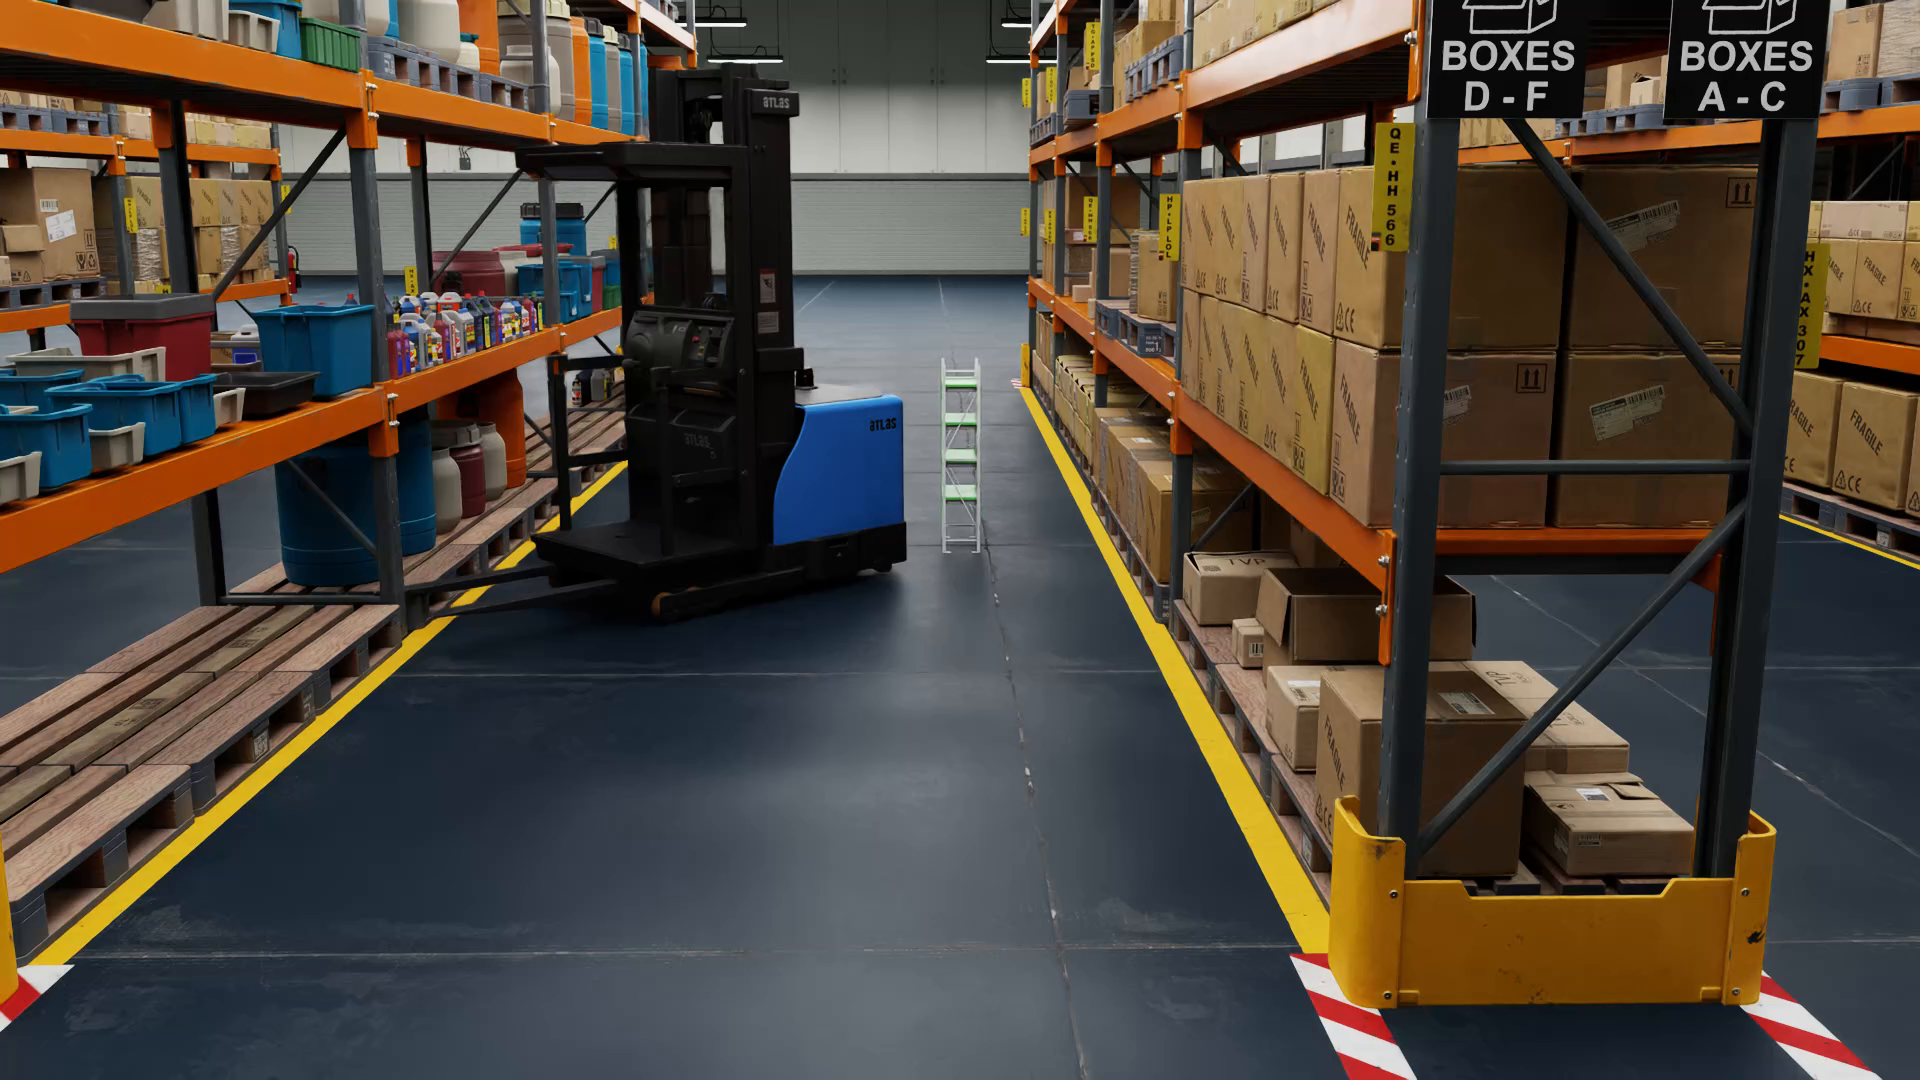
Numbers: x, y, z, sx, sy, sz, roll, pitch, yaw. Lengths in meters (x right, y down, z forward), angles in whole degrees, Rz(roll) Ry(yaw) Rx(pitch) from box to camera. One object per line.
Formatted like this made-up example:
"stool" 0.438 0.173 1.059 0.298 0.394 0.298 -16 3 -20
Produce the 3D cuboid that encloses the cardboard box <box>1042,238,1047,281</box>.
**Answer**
"cardboard box" 1.339 -3.323 19.644 0.700 0.500 0.500 0 11 -1

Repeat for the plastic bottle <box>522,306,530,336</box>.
"plastic bottle" -3.021 -1.512 11.468 0.097 0.201 0.097 0 11 0

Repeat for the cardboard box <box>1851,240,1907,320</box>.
"cardboard box" 6.225 -1.702 10.854 0.500 0.500 0.500 0 11 -1

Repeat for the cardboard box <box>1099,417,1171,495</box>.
"cardboard box" 1.248 -0.572 11.513 0.500 0.500 0.500 -1 11 -3

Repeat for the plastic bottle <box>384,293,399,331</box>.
"plastic bottle" -3.582 -1.366 10.370 0.144 0.351 0.185 0 11 -1

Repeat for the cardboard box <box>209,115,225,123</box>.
"cardboard box" -8.225 -4.606 18.051 0.380 0.149 0.250 -1 11 -4

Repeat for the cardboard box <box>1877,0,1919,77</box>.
"cardboard box" 6.591 -3.331 11.033 0.700 0.500 0.500 -1 12 -4

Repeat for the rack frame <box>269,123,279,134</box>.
"rack frame" -8.562 -6.267 19.318 1.000 3.000 0.127 0 11 -1

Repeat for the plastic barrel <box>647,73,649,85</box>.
"plastic barrel" -3.459 -4.889 18.541 0.600 0.588 0.600 0 11 0

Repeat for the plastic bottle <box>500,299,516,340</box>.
"plastic bottle" -3.013 -1.469 11.080 0.097 0.271 0.097 0 11 0

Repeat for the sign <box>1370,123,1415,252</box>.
"sign" 1.118 -0.911 4.296 0.100 0.325 0.005 0 11 -1

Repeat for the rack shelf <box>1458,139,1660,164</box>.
"rack shelf" 6.336 -4.108 18.029 1.077 0.370 4.000 0 11 -1

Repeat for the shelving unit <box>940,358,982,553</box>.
"shelving unit" 0.003 -0.555 10.778 0.258 1.200 0.503 0 11 -1

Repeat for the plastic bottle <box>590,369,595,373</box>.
"plastic bottle" -3.839 -1.699 17.445 0.144 0.351 0.185 0 11 -2

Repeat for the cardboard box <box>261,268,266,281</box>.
"cardboard box" -8.345 -3.098 19.419 0.380 0.149 0.250 0 11 -1

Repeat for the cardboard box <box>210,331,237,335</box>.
"cardboard box" -8.566 -2.184 19.509 0.500 0.500 0.500 2 12 9

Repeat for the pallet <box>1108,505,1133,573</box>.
"pallet" 1.508 -0.020 10.625 1.003 0.211 1.213 0 11 -1

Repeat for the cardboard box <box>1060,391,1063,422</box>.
"cardboard box" 1.195 -1.247 15.522 0.500 0.250 0.500 0 11 0

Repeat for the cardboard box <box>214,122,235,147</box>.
"cardboard box" -8.283 -4.428 18.172 0.500 0.250 0.500 0 11 0

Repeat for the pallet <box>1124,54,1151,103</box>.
"pallet" 1.623 -2.696 9.730 1.213 0.211 1.003 0 11 -1

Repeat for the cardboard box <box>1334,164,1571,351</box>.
"cardboard box" 1.389 -0.813 4.755 0.500 0.500 0.500 0 11 -2

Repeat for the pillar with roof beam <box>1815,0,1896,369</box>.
"pillar with roof beam" 2.994 -4.982 12.984 9.100 9.000 0.400 0 11 -1

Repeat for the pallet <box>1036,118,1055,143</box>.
"pallet" 1.359 -4.410 17.930 1.003 0.211 1.213 0 11 -1

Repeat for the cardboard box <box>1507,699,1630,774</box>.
"cardboard box" 1.935 0.737 5.692 0.500 0.250 0.500 0 11 -1

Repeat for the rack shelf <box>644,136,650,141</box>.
"rack shelf" -3.569 -4.067 17.828 1.077 0.370 4.000 0 11 -1

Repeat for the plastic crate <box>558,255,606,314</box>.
"plastic crate" -3.172 -2.111 13.759 0.402 0.464 0.583 0 11 -1

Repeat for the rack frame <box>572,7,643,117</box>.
"rack frame" -3.527 -5.492 15.499 1.000 3.000 0.127 0 11 -1

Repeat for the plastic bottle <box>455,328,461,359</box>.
"plastic bottle" -2.985 -1.165 9.759 0.097 0.201 0.097 0 11 0

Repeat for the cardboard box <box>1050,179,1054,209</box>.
"cardboard box" 1.368 -3.744 18.454 0.700 0.500 0.500 0 11 -1

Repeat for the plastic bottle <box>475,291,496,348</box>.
"plastic bottle" -3.025 -1.395 10.516 0.144 0.351 0.185 0 11 -1

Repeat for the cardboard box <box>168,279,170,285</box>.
"cardboard box" -8.223 -2.602 16.971 0.380 0.149 0.250 0 11 -1

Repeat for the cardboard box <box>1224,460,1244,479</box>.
"cardboard box" 1.802 -0.175 9.559 0.500 0.500 0.500 0 11 0

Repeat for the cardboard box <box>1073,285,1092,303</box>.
"cardboard box" 1.239 -2.272 15.345 0.380 0.149 0.250 0 11 -1

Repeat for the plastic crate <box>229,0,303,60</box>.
"plastic crate" -3.024 -2.170 7.089 0.416 0.233 0.300 0 11 -1

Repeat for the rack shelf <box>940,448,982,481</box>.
"rack shelf" 0.003 -0.492 10.790 0.258 0.148 0.480 0 11 -1

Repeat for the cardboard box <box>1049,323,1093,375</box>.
"cardboard box" 1.198 -1.988 17.289 0.500 0.500 0.500 0 11 -1

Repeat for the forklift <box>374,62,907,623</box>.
"forklift" -1.720 -1.107 9.146 1.130 2.935 3.031 11 16 44

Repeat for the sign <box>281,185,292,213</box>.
"sign" -8.007 -4.048 19.759 0.100 0.325 0.005 0 11 -1

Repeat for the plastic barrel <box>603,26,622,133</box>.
"plastic barrel" -3.286 -4.038 14.612 0.600 0.901 0.600 0 11 0

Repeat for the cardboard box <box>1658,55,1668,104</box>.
"cardboard box" 6.334 -3.964 14.200 0.500 0.500 0.500 -1 11 -3

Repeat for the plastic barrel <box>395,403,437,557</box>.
"plastic barrel" -3.371 -0.388 9.651 0.600 0.901 0.708 0 11 -1

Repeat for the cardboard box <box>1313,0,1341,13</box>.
"cardboard box" 1.399 -1.784 5.139 0.500 0.250 0.500 0 11 -1

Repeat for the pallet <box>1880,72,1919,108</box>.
"pallet" 6.553 -2.825 10.372 1.003 0.211 1.213 0 11 1

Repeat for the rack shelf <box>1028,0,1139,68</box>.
"rack shelf" 1.384 -5.361 17.666 1.077 0.370 4.000 0 11 -1

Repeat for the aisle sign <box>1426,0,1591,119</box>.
"aisle sign" 1.368 -1.446 4.102 0.394 0.787 0.004 0 11 -1

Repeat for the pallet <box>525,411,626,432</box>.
"pallet" -3.472 -1.030 15.604 1.003 0.211 1.213 0 11 -1

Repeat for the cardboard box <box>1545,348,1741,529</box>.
"cardboard box" 1.927 -0.325 4.864 0.500 0.500 0.500 0 11 0

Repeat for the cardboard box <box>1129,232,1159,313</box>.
"cardboard box" 1.461 -1.724 10.706 0.700 0.500 0.500 2 12 10

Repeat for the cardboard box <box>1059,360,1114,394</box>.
"cardboard box" 1.190 -1.522 15.467 0.500 0.311 0.500 0 11 -2

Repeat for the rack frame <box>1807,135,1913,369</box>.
"rack frame" 6.460 -1.798 12.377 1.000 3.000 0.127 0 11 -1

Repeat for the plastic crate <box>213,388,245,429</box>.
"plastic crate" -3.026 -0.517 6.577 0.293 0.136 0.466 0 11 -1

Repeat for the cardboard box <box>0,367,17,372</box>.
"cardboard box" -8.497 -1.305 15.130 0.700 0.500 0.500 0 11 -2

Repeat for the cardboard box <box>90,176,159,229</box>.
"cardboard box" -8.234 -3.307 16.302 0.500 0.500 0.500 0 11 -1

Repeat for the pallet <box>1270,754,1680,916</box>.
"pallet" 1.654 1.007 5.567 1.003 0.211 1.213 0 11 -1

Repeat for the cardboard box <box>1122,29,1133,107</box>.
"cardboard box" 1.561 -3.108 11.038 0.910 0.500 0.500 0 11 -1
